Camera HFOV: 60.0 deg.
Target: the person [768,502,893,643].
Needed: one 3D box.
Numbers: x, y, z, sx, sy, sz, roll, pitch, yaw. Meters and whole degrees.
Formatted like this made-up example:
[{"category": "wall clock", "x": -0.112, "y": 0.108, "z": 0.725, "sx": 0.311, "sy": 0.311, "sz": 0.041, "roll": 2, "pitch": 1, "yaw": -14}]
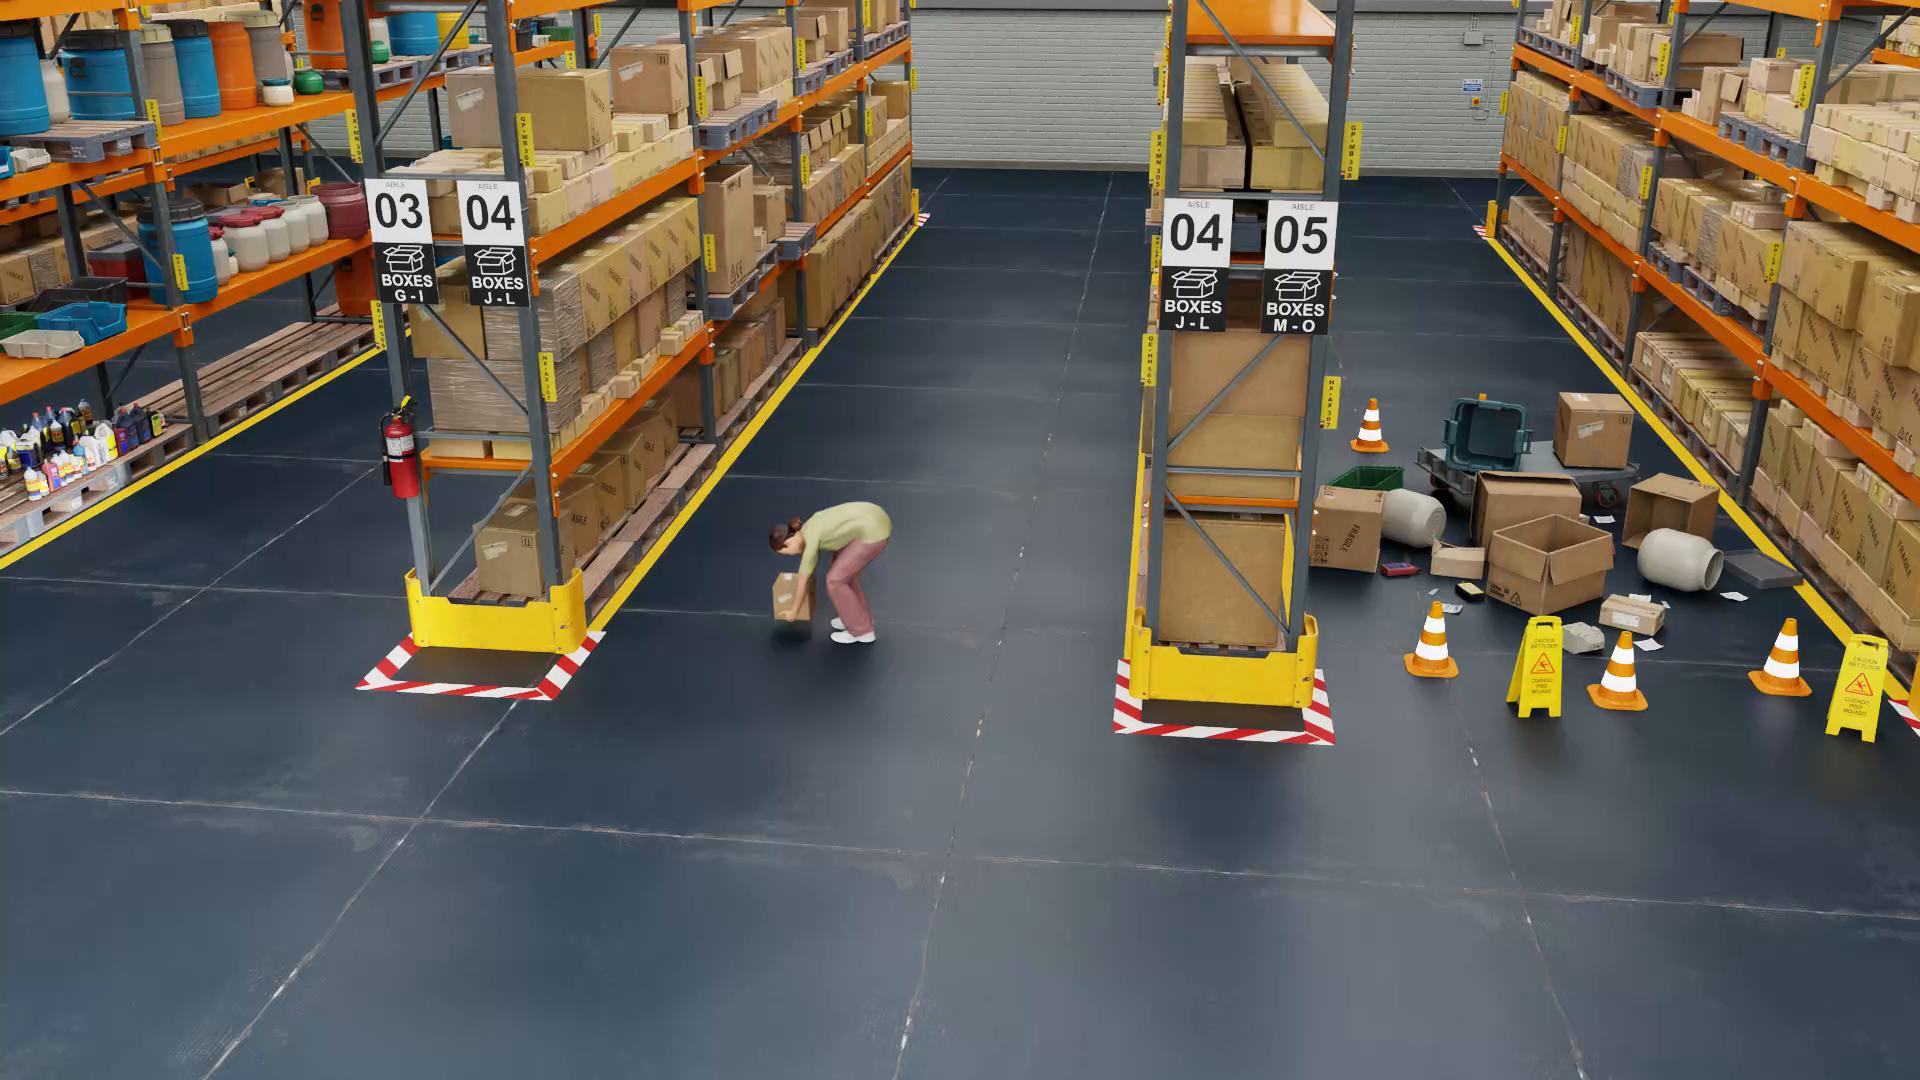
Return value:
[{"category": "person", "x": -0.896, "y": 0.238, "z": 11.536, "sx": 0.856, "sy": 0.904, "sz": 0.451, "roll": 1, "pitch": 21, "yaw": 4}]
